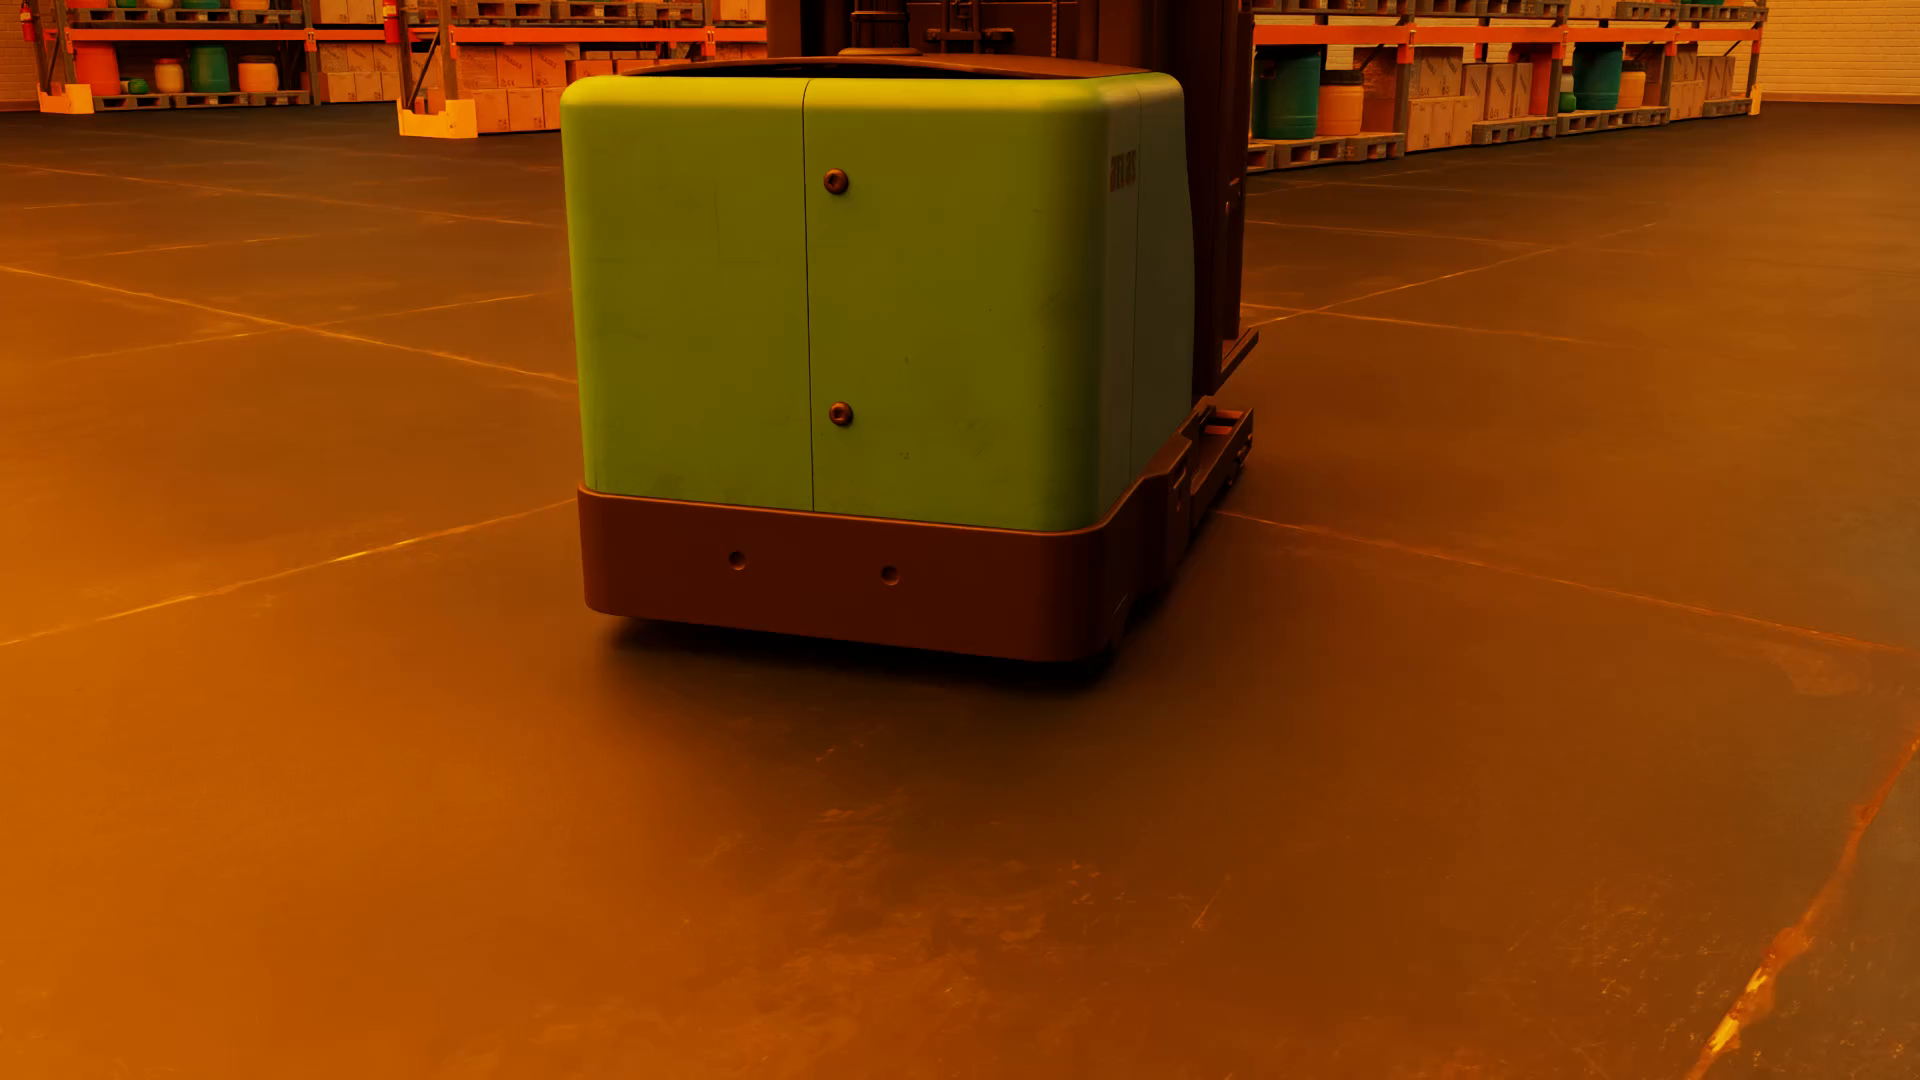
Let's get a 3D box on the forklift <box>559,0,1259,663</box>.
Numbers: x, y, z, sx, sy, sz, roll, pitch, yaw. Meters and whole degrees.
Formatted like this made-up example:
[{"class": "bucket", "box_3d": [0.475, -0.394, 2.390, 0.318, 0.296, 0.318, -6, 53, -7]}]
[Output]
[{"class": "forklift", "box_3d": [0.182, -1.571, 4.072, 1.130, 2.935, 3.031, 5, 18, 17]}]
